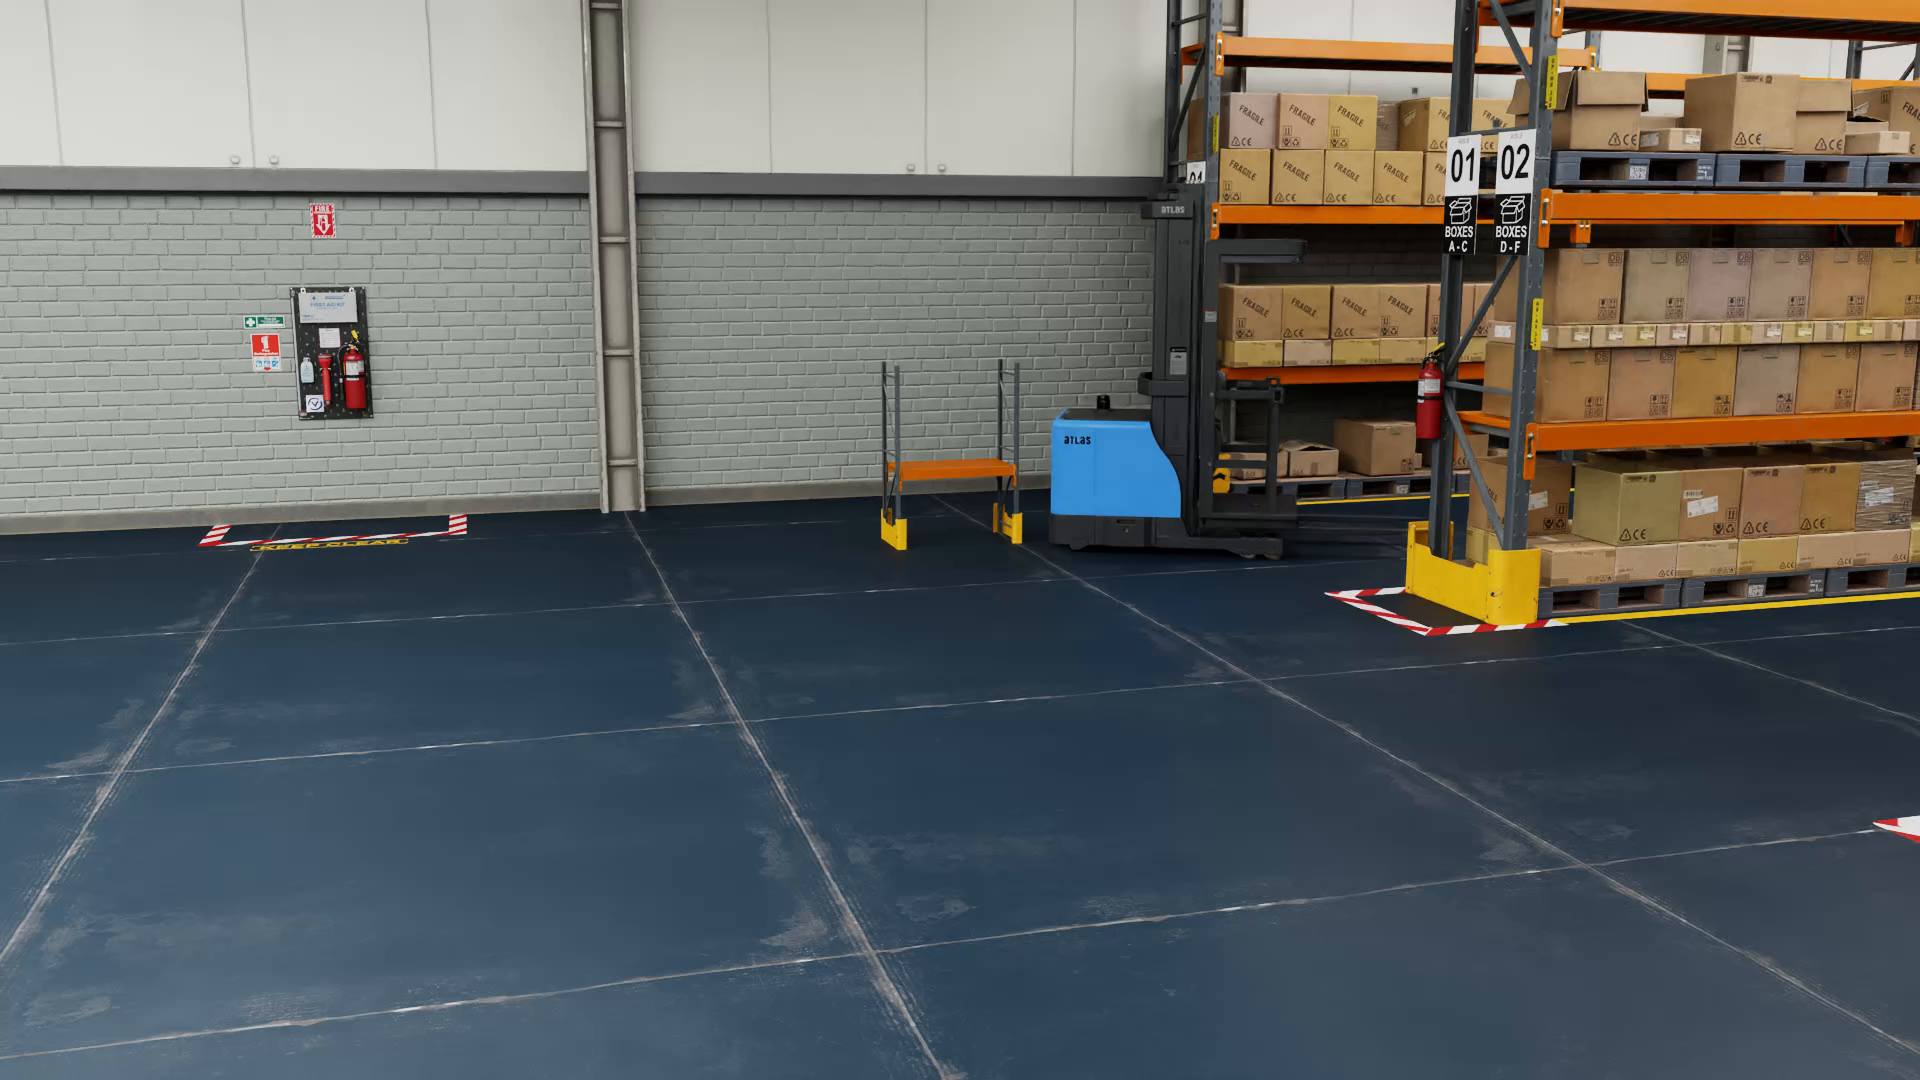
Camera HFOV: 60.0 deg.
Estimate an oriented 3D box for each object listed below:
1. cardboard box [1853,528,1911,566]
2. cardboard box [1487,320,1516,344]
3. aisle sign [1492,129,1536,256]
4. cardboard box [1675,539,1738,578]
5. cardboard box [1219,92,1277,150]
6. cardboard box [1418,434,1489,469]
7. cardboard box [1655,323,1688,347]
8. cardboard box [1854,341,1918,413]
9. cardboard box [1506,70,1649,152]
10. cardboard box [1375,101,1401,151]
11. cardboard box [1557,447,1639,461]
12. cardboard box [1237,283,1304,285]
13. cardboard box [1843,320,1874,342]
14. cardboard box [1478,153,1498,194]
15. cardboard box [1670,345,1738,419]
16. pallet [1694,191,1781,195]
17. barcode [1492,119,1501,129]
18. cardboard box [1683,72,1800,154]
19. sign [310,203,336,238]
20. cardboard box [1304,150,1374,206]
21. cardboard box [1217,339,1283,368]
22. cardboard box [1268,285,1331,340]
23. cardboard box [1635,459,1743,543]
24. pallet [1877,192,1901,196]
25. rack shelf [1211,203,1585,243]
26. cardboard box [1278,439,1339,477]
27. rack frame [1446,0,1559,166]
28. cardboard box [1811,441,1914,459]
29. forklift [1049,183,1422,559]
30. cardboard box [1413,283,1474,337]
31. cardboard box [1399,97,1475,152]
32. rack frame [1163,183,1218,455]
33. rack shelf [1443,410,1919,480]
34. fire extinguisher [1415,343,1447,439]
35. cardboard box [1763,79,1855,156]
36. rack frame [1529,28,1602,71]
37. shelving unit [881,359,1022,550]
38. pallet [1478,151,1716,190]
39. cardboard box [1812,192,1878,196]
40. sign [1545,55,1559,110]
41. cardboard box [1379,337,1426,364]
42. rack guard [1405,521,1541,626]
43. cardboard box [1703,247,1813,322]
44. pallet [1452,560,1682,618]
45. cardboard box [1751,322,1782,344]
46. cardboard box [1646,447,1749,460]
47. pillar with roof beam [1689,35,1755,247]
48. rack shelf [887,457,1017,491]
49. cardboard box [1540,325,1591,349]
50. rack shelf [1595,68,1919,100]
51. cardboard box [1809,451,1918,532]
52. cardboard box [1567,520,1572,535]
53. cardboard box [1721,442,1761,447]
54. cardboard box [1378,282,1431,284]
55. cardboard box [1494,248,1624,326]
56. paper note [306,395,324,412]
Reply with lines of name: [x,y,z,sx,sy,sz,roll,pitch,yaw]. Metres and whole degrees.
cardboard box: [6.530,0.010,12.142,0.500,0.250,0.500,-3,11,-16]
cardboard box: [3.870,-1.439,11.511,0.250,0.149,0.380,-3,11,-17]
aisle sign: [3.579,-2.240,10.751,0.004,0.787,0.394,-3,11,-16]
cardboard box: [5.093,0.088,11.720,0.500,0.250,0.500,-3,11,-16]
cardboard box: [2.606,-3.883,15.474,0.500,0.500,0.500,-4,11,-20]
cardboard box: [5.023,-1.009,16.933,0.500,0.500,0.500,-4,11,-20]
cardboard box: [4.729,-1.408,11.340,0.250,0.149,0.380,-3,11,-17]
cardboard box: [6.468,-1.219,12.105,0.500,0.500,0.700,-3,11,-17]
cardboard box: [4.109,-2.848,11.116,0.637,0.503,0.797,-2,11,-12]
cardboard box: [3.994,-4.047,16.369,0.500,0.500,0.500,-3,11,-16]
cardboard box: [6.711,-1.109,17.475,0.500,0.500,0.700,-3,11,-14]
cardboard box: [3.047,-2.269,16.374,0.500,0.500,0.500,-3,11,-15]
cardboard box: [6.218,-1.487,11.771,0.250,0.149,0.380,-3,11,-16]
cardboard box: [5.104,-3.524,16.288,0.500,0.500,0.500,-4,11,-21]
cardboard box: [4.989,-1.141,11.681,0.500,0.500,0.700,-3,11,-16]
pallet: [7.626,-3.530,17.173,1.003,0.211,1.213,-3,11,-16]
barcode: [3.711,-2.878,11.508,0.075,0.075,0.001,-3,11,-16]
cardboard box: [5.227,-2.855,11.161,0.500,0.500,0.500,-3,11,-16]
sign: [-5.581,-2.800,14.569,0.199,0.298,0.001,-3,11,-16]
cardboard box: [3.582,-3.435,15.804,0.500,0.500,0.500,-2,11,-13]
cardboard box: [2.726,-1.785,15.817,0.500,0.250,0.500,-3,11,-18]
cardboard box: [3.188,-2.179,15.888,0.500,0.500,0.500,-3,11,-16]
cardboard box: [5.089,-0.283,11.663,0.500,0.500,0.500,-3,11,-16]
pallet: [10.453,-3.708,18.142,1.003,0.211,1.213,-2,11,-13]
rack shelf: [4.089,-3.102,16.314,4.000,0.370,1.077,-3,11,-16]
cardboard box: [3.405,-0.822,16.436,0.500,0.311,0.500,-2,11,-11]
rack frame: [3.556,-3.969,10.751,0.127,3.000,1.000,-3,11,-16]
cardboard box: [6.864,-0.475,12.705,0.500,0.500,0.500,-3,11,-16]
forklift: [2.288,-1.392,13.511,3.031,2.935,1.130,2,11,9]
cardboard box: [4.677,-2.259,16.321,0.500,0.500,0.500,-3,11,-18]
cardboard box: [4.582,-3.977,15.989,0.500,0.500,0.500,-3,11,-18]
rack frame: [2.168,-1.879,15.971,0.127,3.000,1.000,-3,11,-16]
rack shelf: [5.477,-0.766,11.909,4.000,0.370,1.077,-3,11,-16]
fire extinguisher: [3.313,-1.055,11.707,0.183,0.674,0.296,-3,11,-16]
cardboard box: [5.781,-2.961,11.728,0.637,0.503,0.797,-2,11,-10]
rack frame: [6.009,-5.032,16.527,0.127,3.000,1.000,-3,11,-16]
shelving unit: [-0.073,-0.734,13.890,1.083,1.500,0.587,-3,11,-16]
pallet: [4.243,-2.481,11.200,1.213,0.211,1.003,-3,11,-16]
cardboard box: [9.234,-3.642,17.451,0.500,0.311,0.500,-3,11,-16]
sign: [3.706,-2.866,10.410,0.005,0.325,0.100,-3,11,-16]
cardboard box: [4.197,-1.864,16.244,0.500,0.250,0.500,-3,11,-15]
rack guard: [3.533,0.212,11.514,0.348,0.500,1.175,-3,11,-16]
cardboard box: [5.527,-1.808,11.725,0.500,0.500,0.700,-3,11,-16]
pallet: [4.279,0.307,11.796,1.213,0.211,1.003,-3,11,-16]
cardboard box: [5.469,-1.447,11.552,0.250,0.149,0.380,-3,11,-15]
cardboard box: [5.425,-0.399,12.290,0.500,0.500,0.500,-3,11,-16]
pillar with roof beam: [9.563,-4.571,14.021,0.400,9.000,9.100,-3,11,-16]
rack shelf: [-0.082,-0.556,13.920,1.000,0.185,0.538,-3,11,-16]
cardboard box: [3.993,-1.369,11.131,0.250,0.149,0.380,-3,11,-16]
rack shelf: [7.929,-4.583,17.178,4.000,0.370,1.077,-3,11,-16]
cardboard box: [6.529,-0.359,12.076,0.500,0.500,0.500,-3,11,-16]
cardboard box: [4.465,0.021,12.080,0.500,0.250,0.500,-3,11,-16]
cardboard box: [8.176,-1.190,17.914,0.500,0.500,0.700,-3,11,-16]
cardboard box: [4.521,-2.349,16.812,0.500,0.500,0.500,-3,11,-14]
cardboard box: [4.059,-1.730,11.298,0.500,0.500,0.700,-3,11,-16]
paper note: [-5.735,-1.213,14.783,0.142,0.148,0.016,-3,11,-16]
